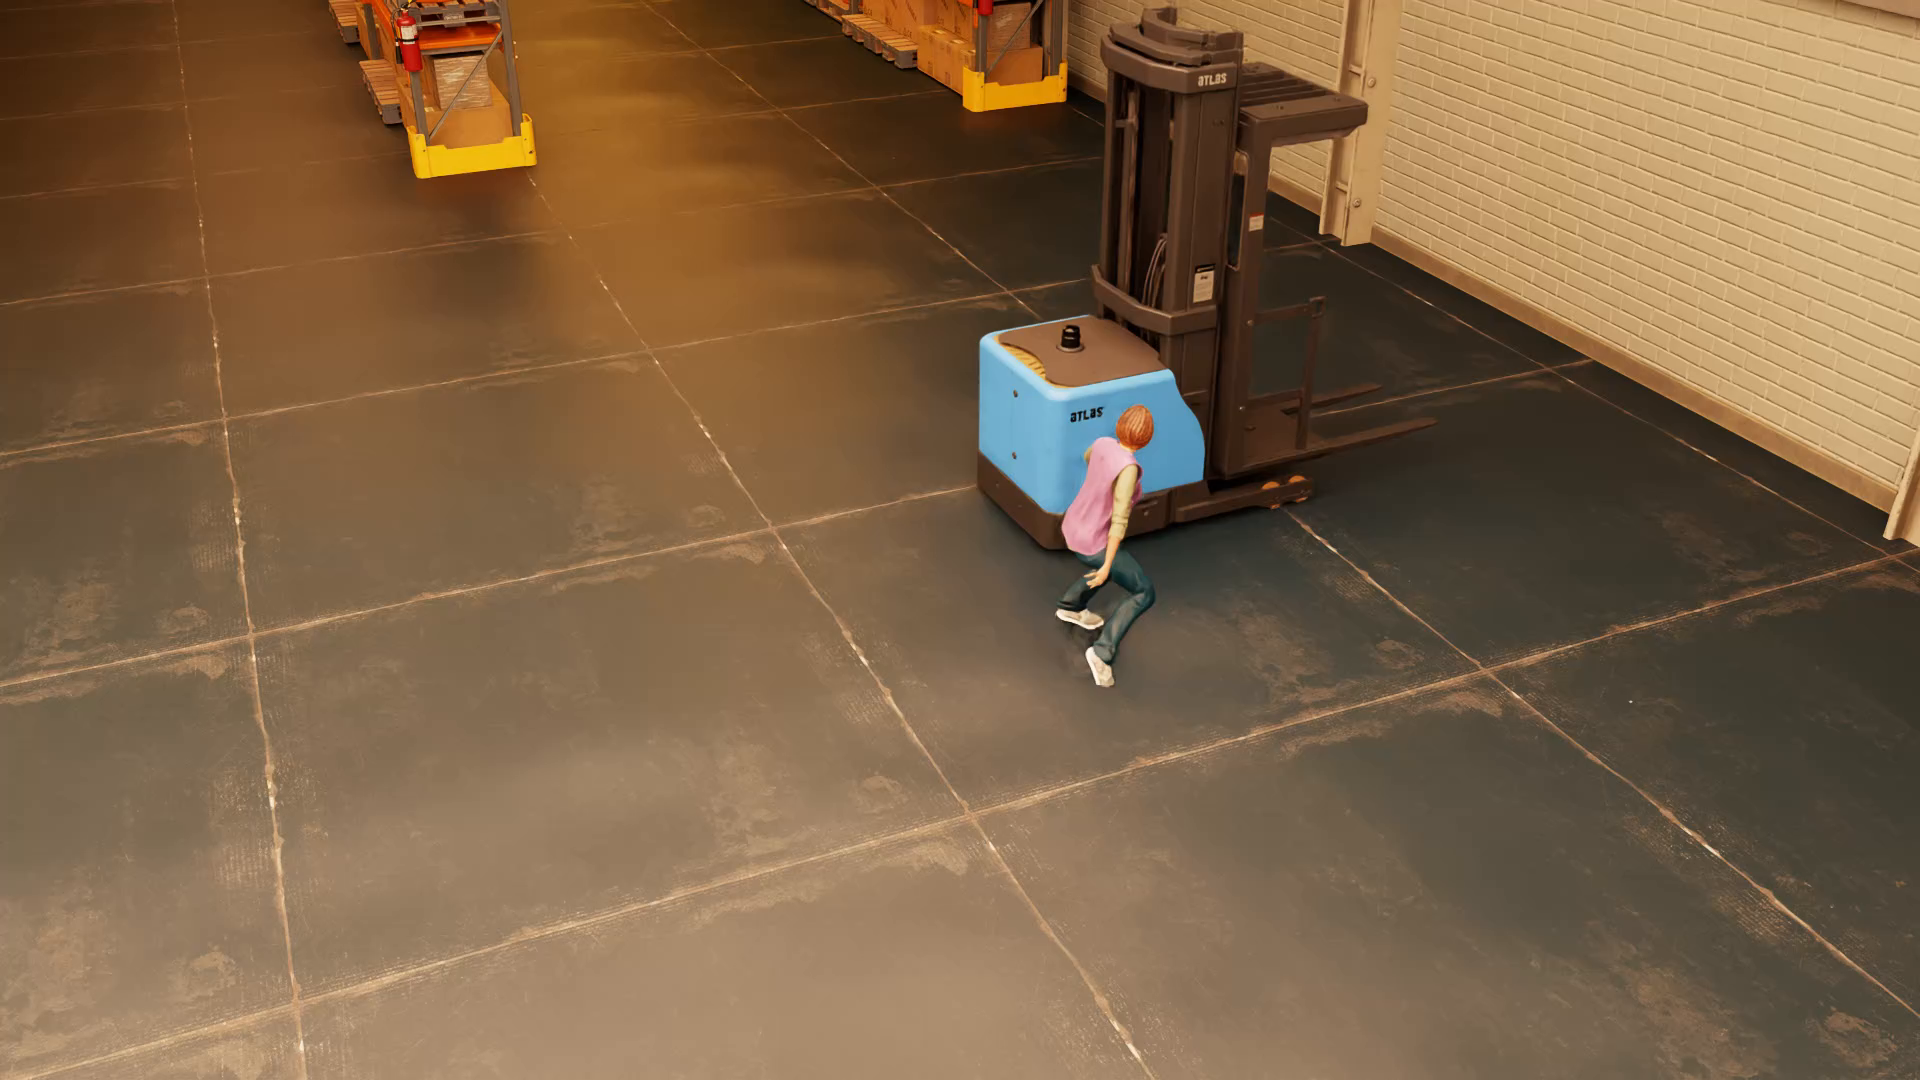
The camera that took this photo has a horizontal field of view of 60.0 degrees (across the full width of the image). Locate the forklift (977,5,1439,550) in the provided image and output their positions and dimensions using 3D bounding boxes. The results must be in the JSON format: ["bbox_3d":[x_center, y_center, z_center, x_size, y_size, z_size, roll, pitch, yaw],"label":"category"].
[{"bbox_3d":[1.663,-1.691,10.078,3.031,2.935,1.130,-13,32,-22],"label":"forklift"}]

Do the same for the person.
[{"bbox_3d":[0.790,0.044,8.677,0.492,1.433,0.875,-4,30,-8],"label":"person"}]
